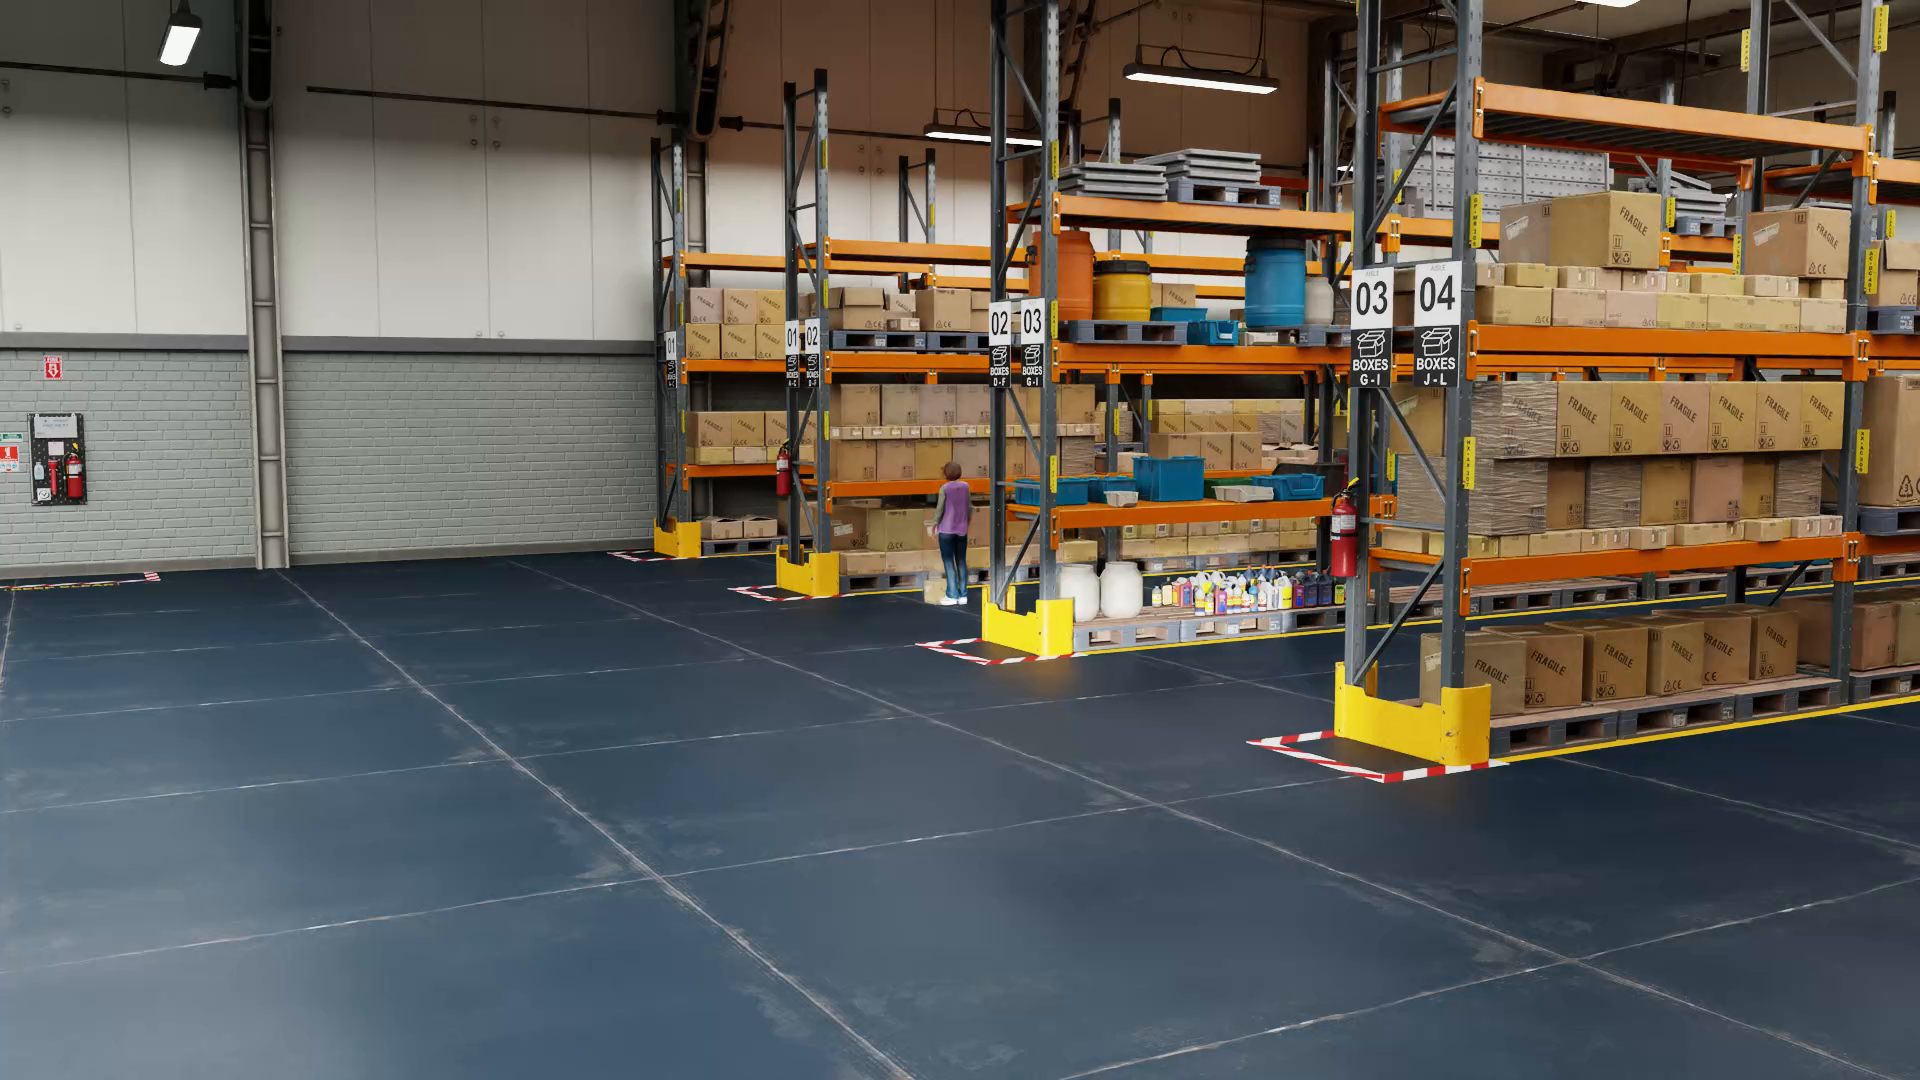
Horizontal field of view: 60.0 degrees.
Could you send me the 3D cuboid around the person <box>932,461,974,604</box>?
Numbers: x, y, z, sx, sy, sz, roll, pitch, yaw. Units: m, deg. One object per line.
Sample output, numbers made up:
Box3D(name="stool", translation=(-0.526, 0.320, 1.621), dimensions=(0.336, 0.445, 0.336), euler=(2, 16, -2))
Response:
Box3D(name="person", translation=(-0.108, -0.084, 18.462), dimensions=(0.518, 1.597, 0.474), euler=(-3, 6, -29))
